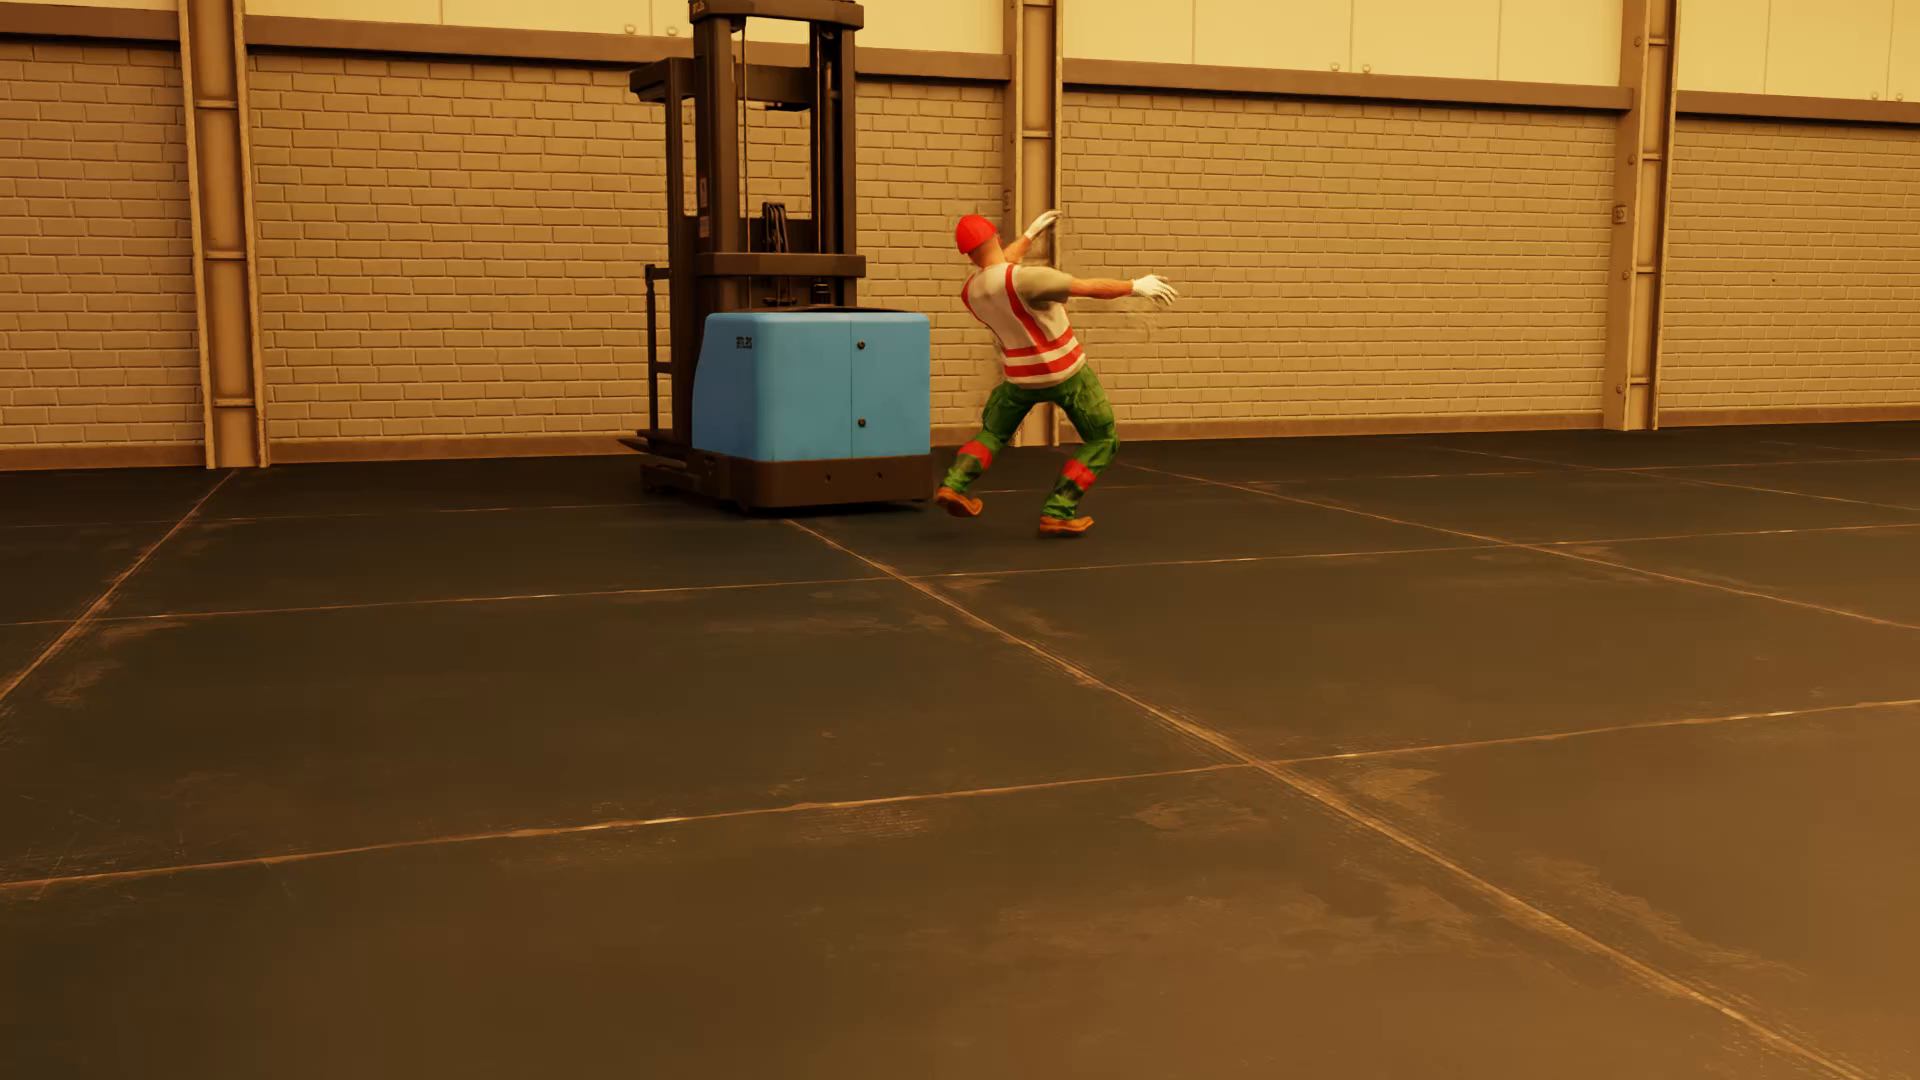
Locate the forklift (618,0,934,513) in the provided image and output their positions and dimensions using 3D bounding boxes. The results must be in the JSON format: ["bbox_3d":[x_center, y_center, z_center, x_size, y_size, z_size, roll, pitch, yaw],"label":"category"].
[{"bbox_3d":[-1.295,-1.755,9.954,1.130,2.935,3.031,-4,9,-29],"label":"forklift"}]

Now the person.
[{"bbox_3d":[0.489,-0.810,7.952,1.102,1.555,0.739,5,9,32],"label":"person"}]
